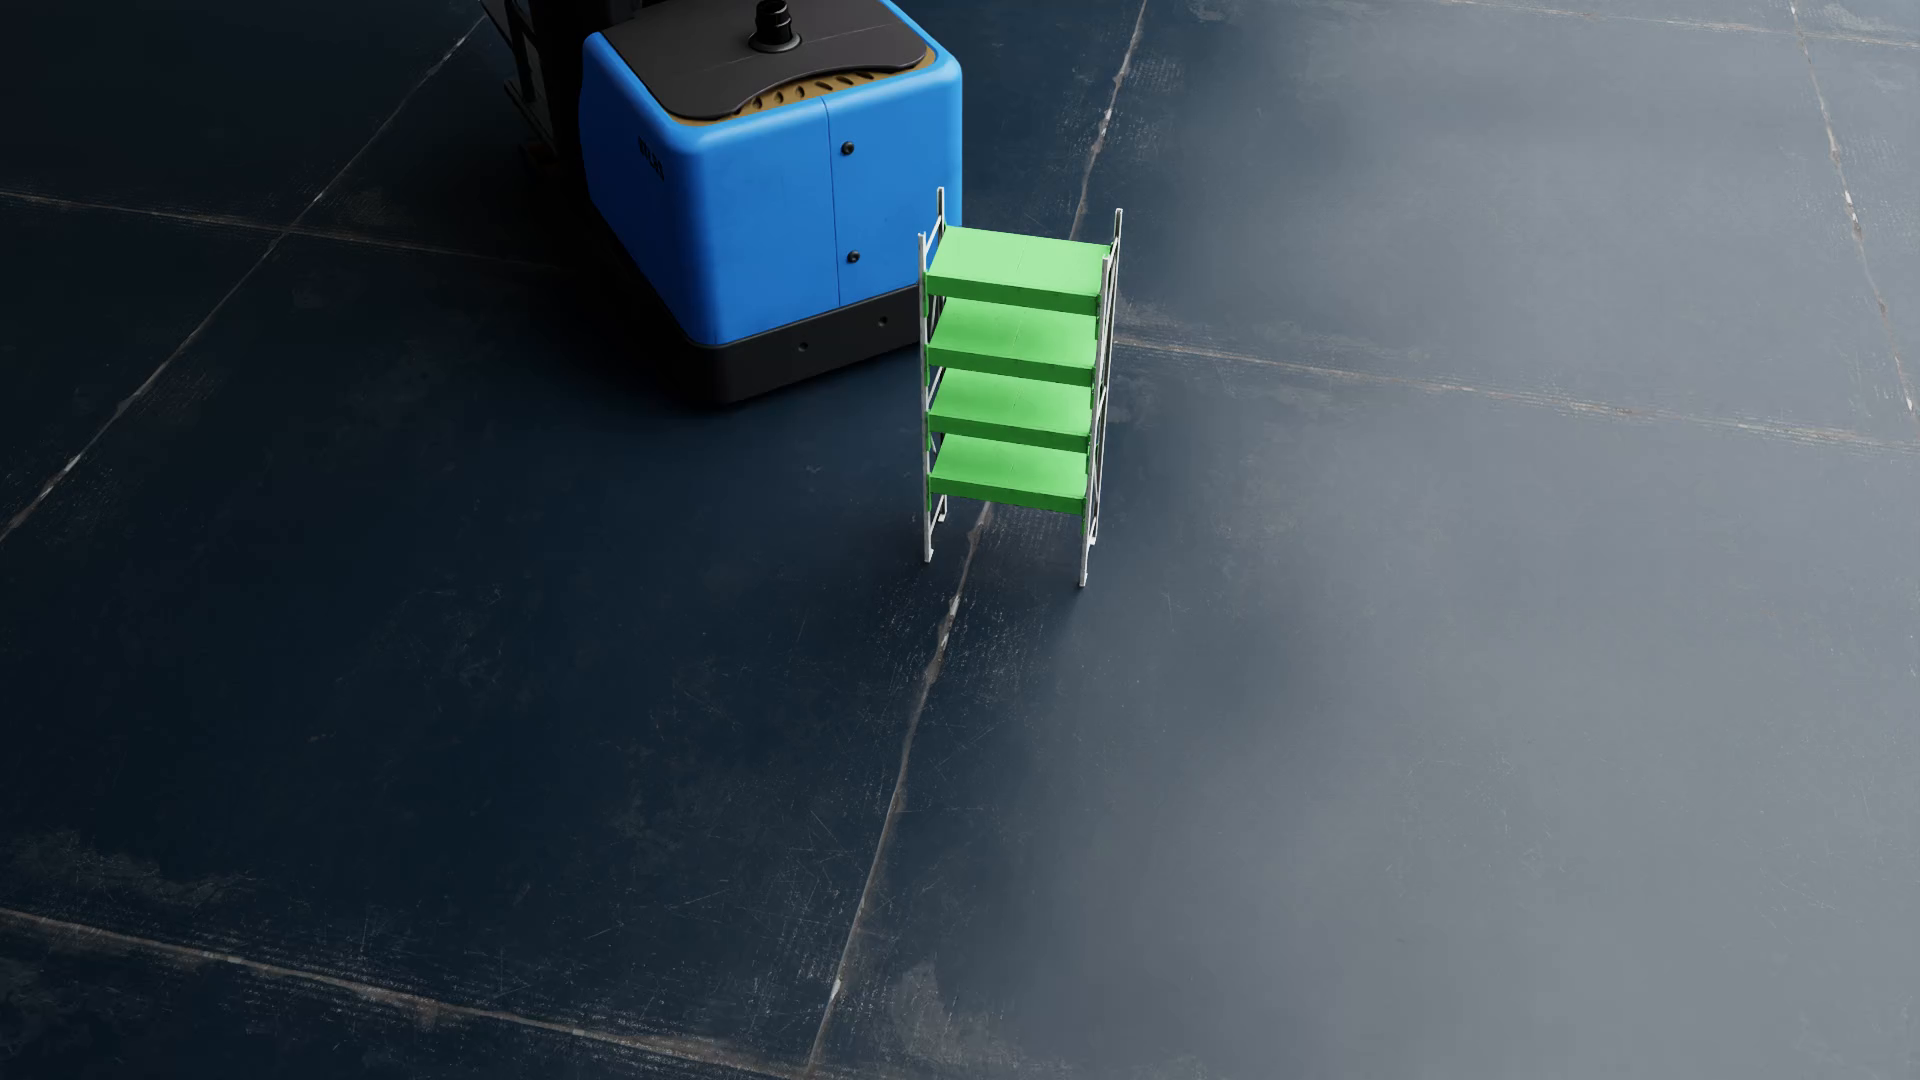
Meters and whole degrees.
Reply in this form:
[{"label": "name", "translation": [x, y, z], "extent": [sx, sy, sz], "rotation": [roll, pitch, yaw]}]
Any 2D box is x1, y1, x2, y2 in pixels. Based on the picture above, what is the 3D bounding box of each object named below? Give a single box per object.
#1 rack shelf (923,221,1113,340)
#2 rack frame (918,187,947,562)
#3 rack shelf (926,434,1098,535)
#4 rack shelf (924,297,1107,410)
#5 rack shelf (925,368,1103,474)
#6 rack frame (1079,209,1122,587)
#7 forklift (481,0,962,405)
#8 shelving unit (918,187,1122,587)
[{"label": "rack shelf", "translation": [0.162, -0.707, 4.519], "extent": [0.480, 0.148, 0.258], "rotation": [9, 45, 9]}, {"label": "rack frame", "translation": [-0.077, -0.444, 4.846], "extent": [0.015, 1.200, 0.240], "rotation": [9, 45, 9]}, {"label": "rack shelf", "translation": [0.162, -0.188, 5.019], "extent": [0.480, 0.148, 0.258], "rotation": [9, 45, 9]}, {"label": "rack shelf", "translation": [0.162, -0.534, 4.686], "extent": [0.480, 0.148, 0.258], "rotation": [9, 45, 9]}, {"label": "rack shelf", "translation": [0.162, -0.361, 4.852], "extent": [0.480, 0.148, 0.258], "rotation": [9, 45, 9]}, {"label": "rack frame", "translation": [0.400, -0.370, 4.769], "extent": [0.015, 1.200, 0.240], "rotation": [9, 45, 9]}, {"label": "forklift", "translation": [-1.127, -2.530, 5.765], "extent": [1.130, 2.935, 3.031], "rotation": [-21, 48, -20]}, {"label": "shelving unit", "translation": [0.162, -0.407, 4.808], "extent": [0.503, 1.200, 0.258], "rotation": [9, 45, 9]}]
